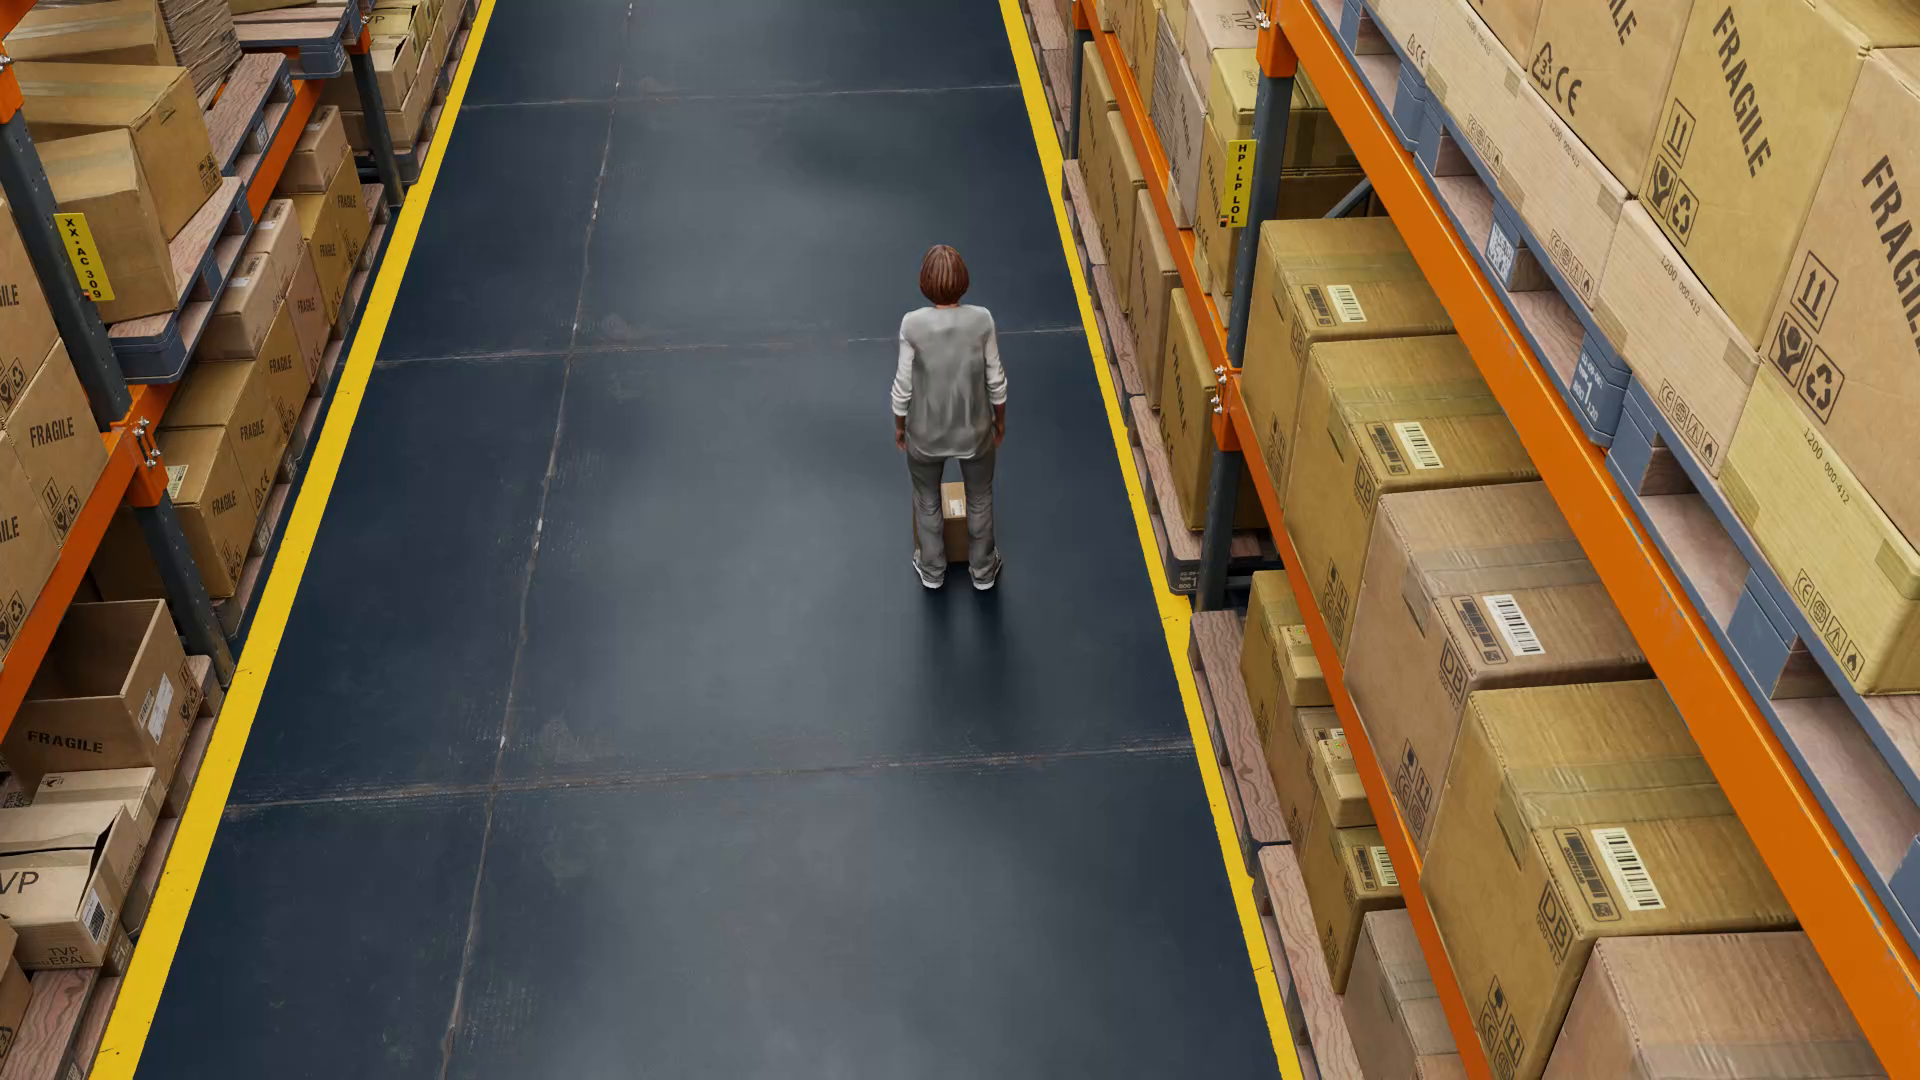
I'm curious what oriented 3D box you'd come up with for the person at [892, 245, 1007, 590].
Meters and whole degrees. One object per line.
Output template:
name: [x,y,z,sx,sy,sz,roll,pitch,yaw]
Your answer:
person: [-0.043,-0.447,6.704,0.459,1.591,0.371,-3,40,-4]
